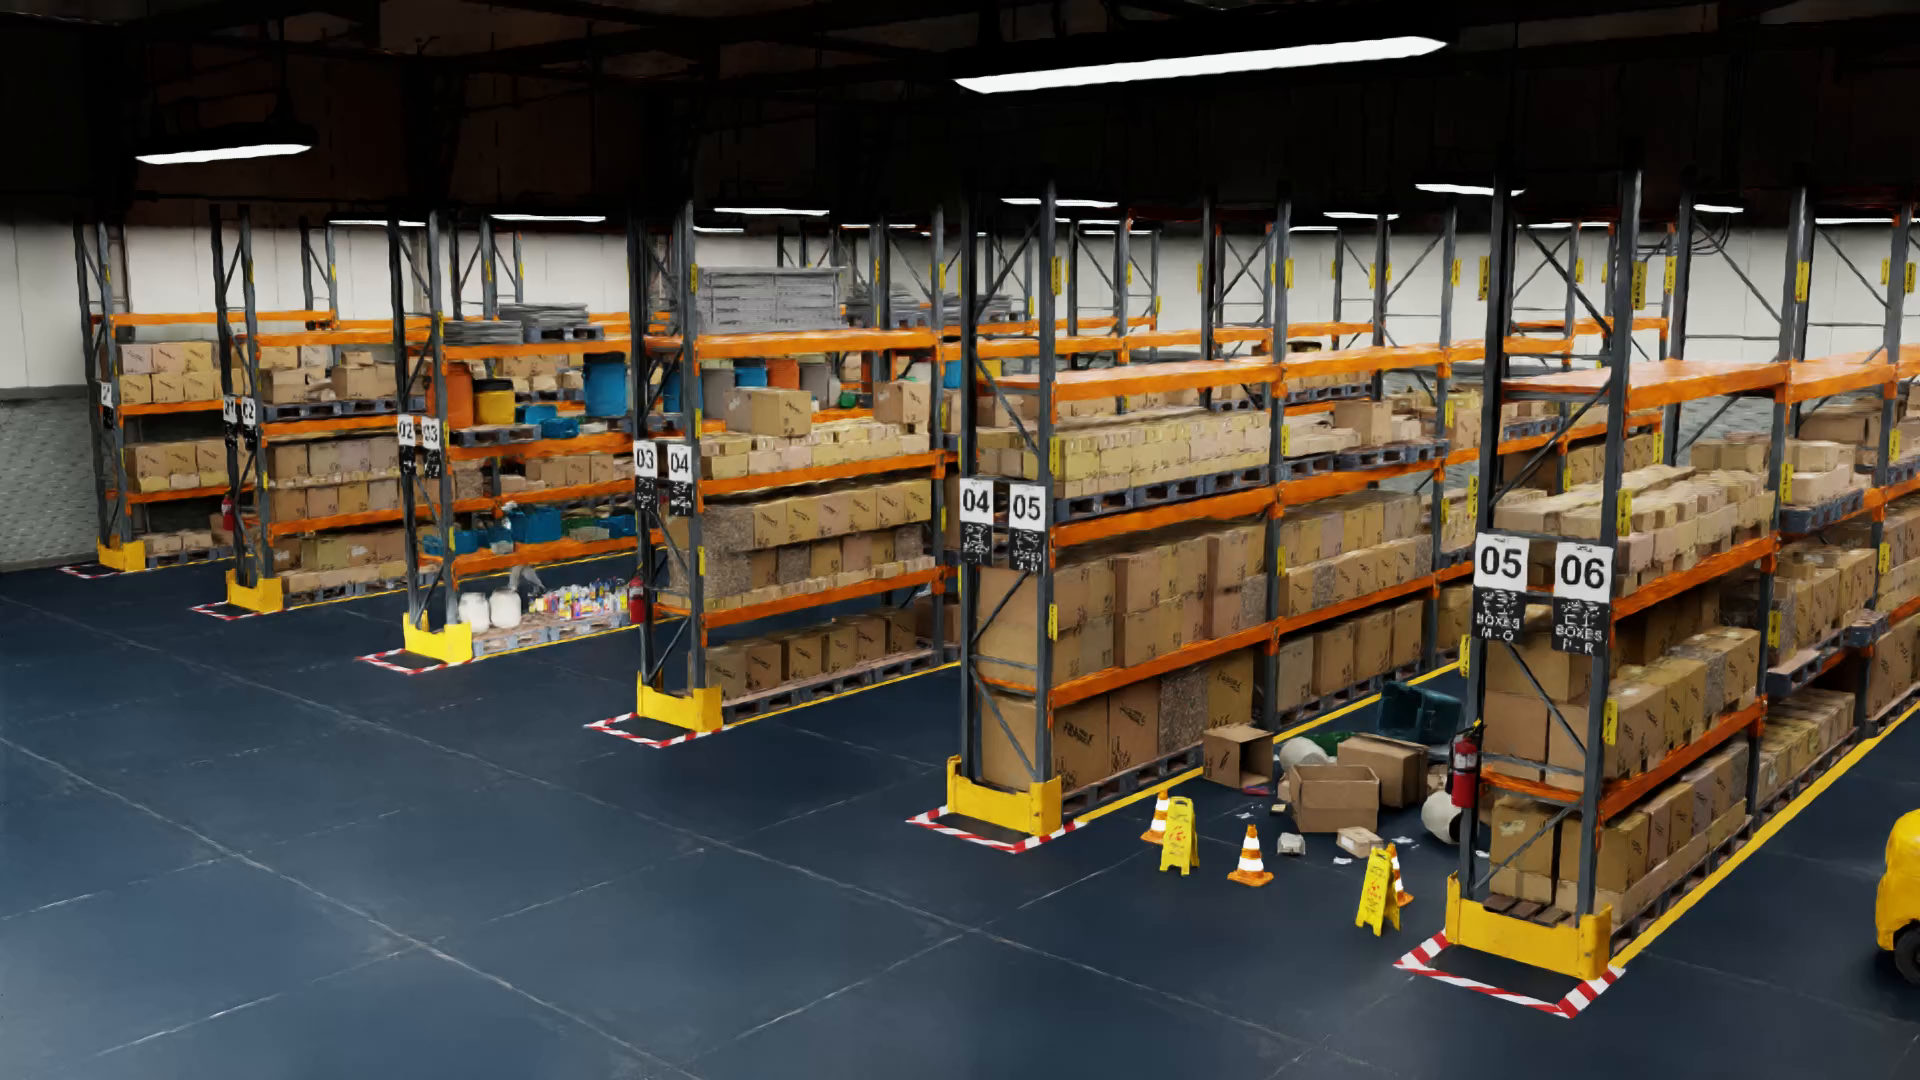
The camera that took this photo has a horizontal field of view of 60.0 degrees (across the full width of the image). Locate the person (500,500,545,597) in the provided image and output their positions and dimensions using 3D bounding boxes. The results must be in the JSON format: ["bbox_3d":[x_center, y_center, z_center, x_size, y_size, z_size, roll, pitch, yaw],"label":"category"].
[{"bbox_3d":[-6.779,0.164,25.429,0.497,1.576,1.091,7,12,38],"label":"person"}]

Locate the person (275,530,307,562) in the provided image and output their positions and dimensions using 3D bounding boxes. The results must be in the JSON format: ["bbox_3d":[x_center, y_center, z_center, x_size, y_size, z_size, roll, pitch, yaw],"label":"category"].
[{"bbox_3d":[-11.004,-0.201,27.344,0.487,1.675,0.477,-3,10,-18],"label":"person"}]

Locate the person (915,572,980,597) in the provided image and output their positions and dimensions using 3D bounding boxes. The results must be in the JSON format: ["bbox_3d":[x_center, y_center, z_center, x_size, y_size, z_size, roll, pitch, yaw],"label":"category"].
[{"bbox_3d":[-0.117,0.001,24.326,0.589,1.697,1.175,8,12,39],"label":"person"}]
